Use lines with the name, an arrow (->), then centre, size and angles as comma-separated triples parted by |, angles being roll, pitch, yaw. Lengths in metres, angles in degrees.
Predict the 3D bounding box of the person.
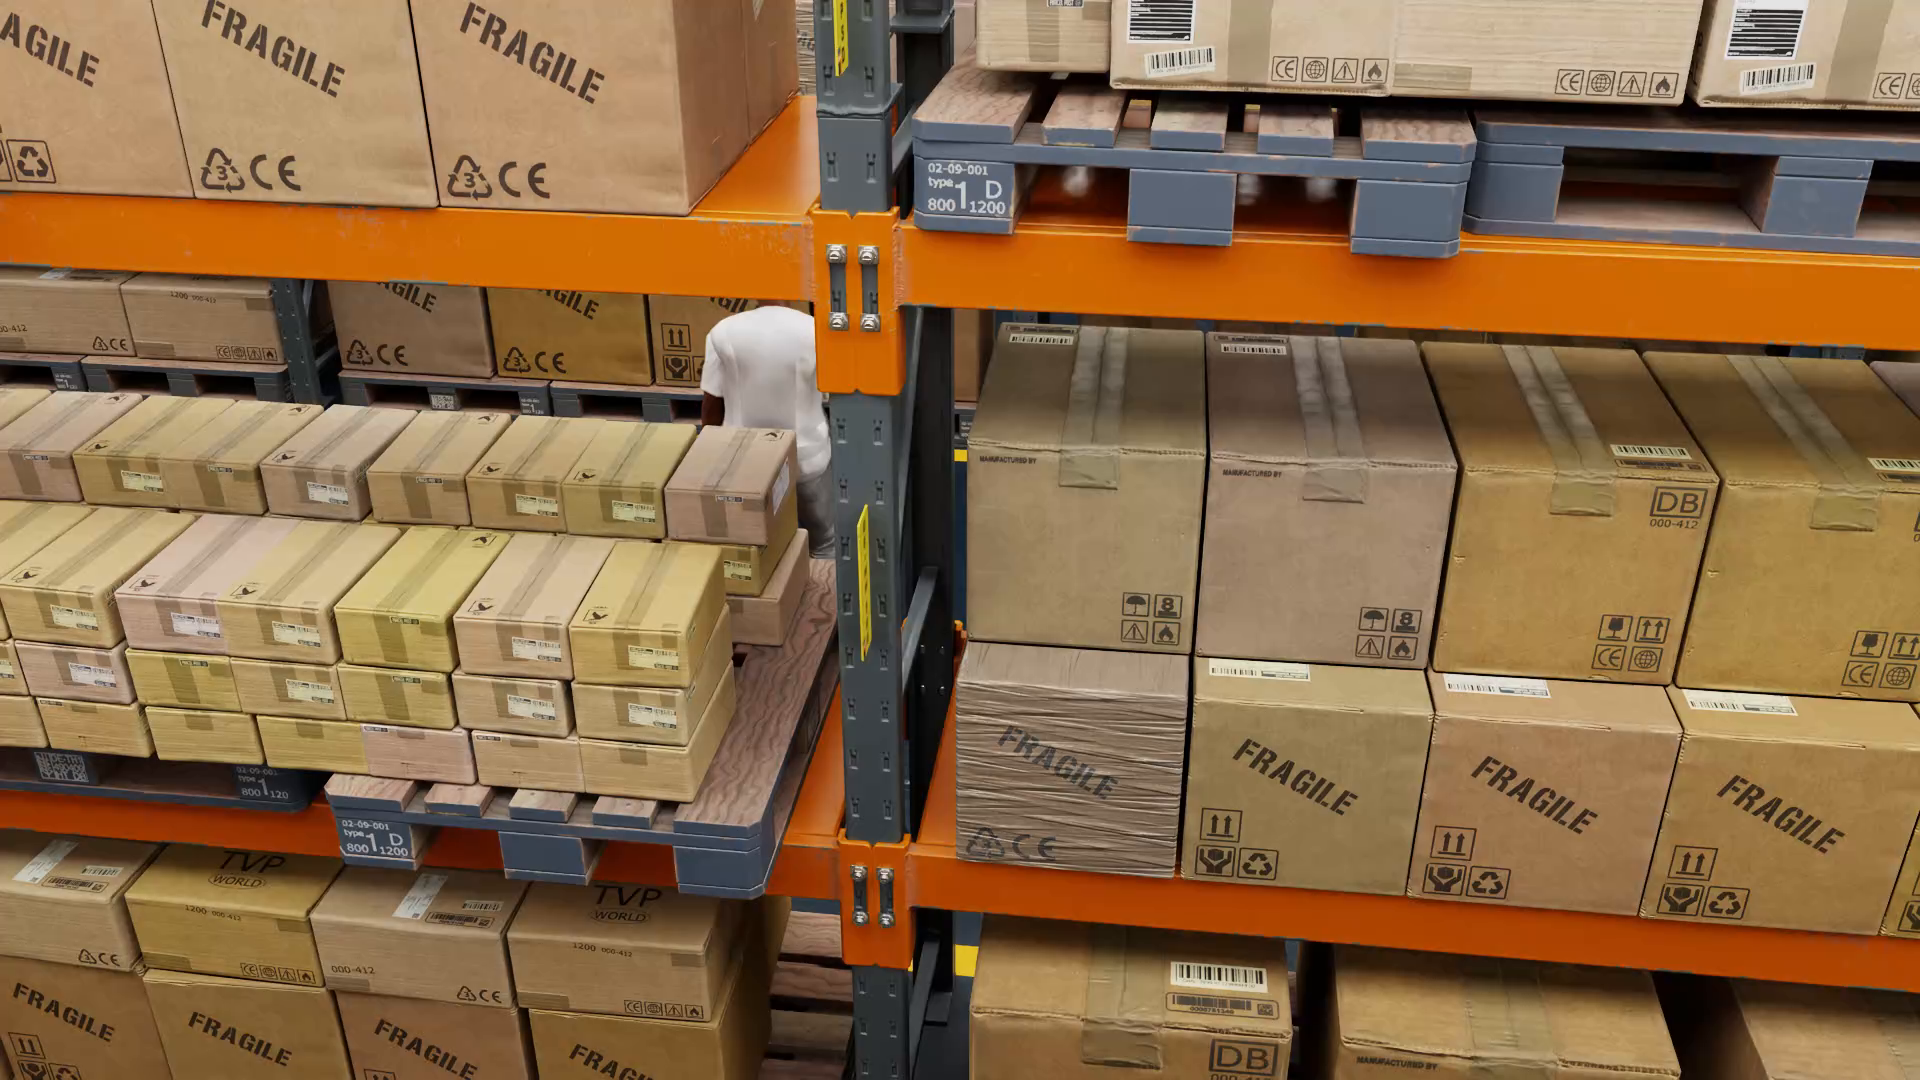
person -> -0.713, -0.348, 6.752 | 0.635, 1.760, 0.462 | 3, 28, 5
